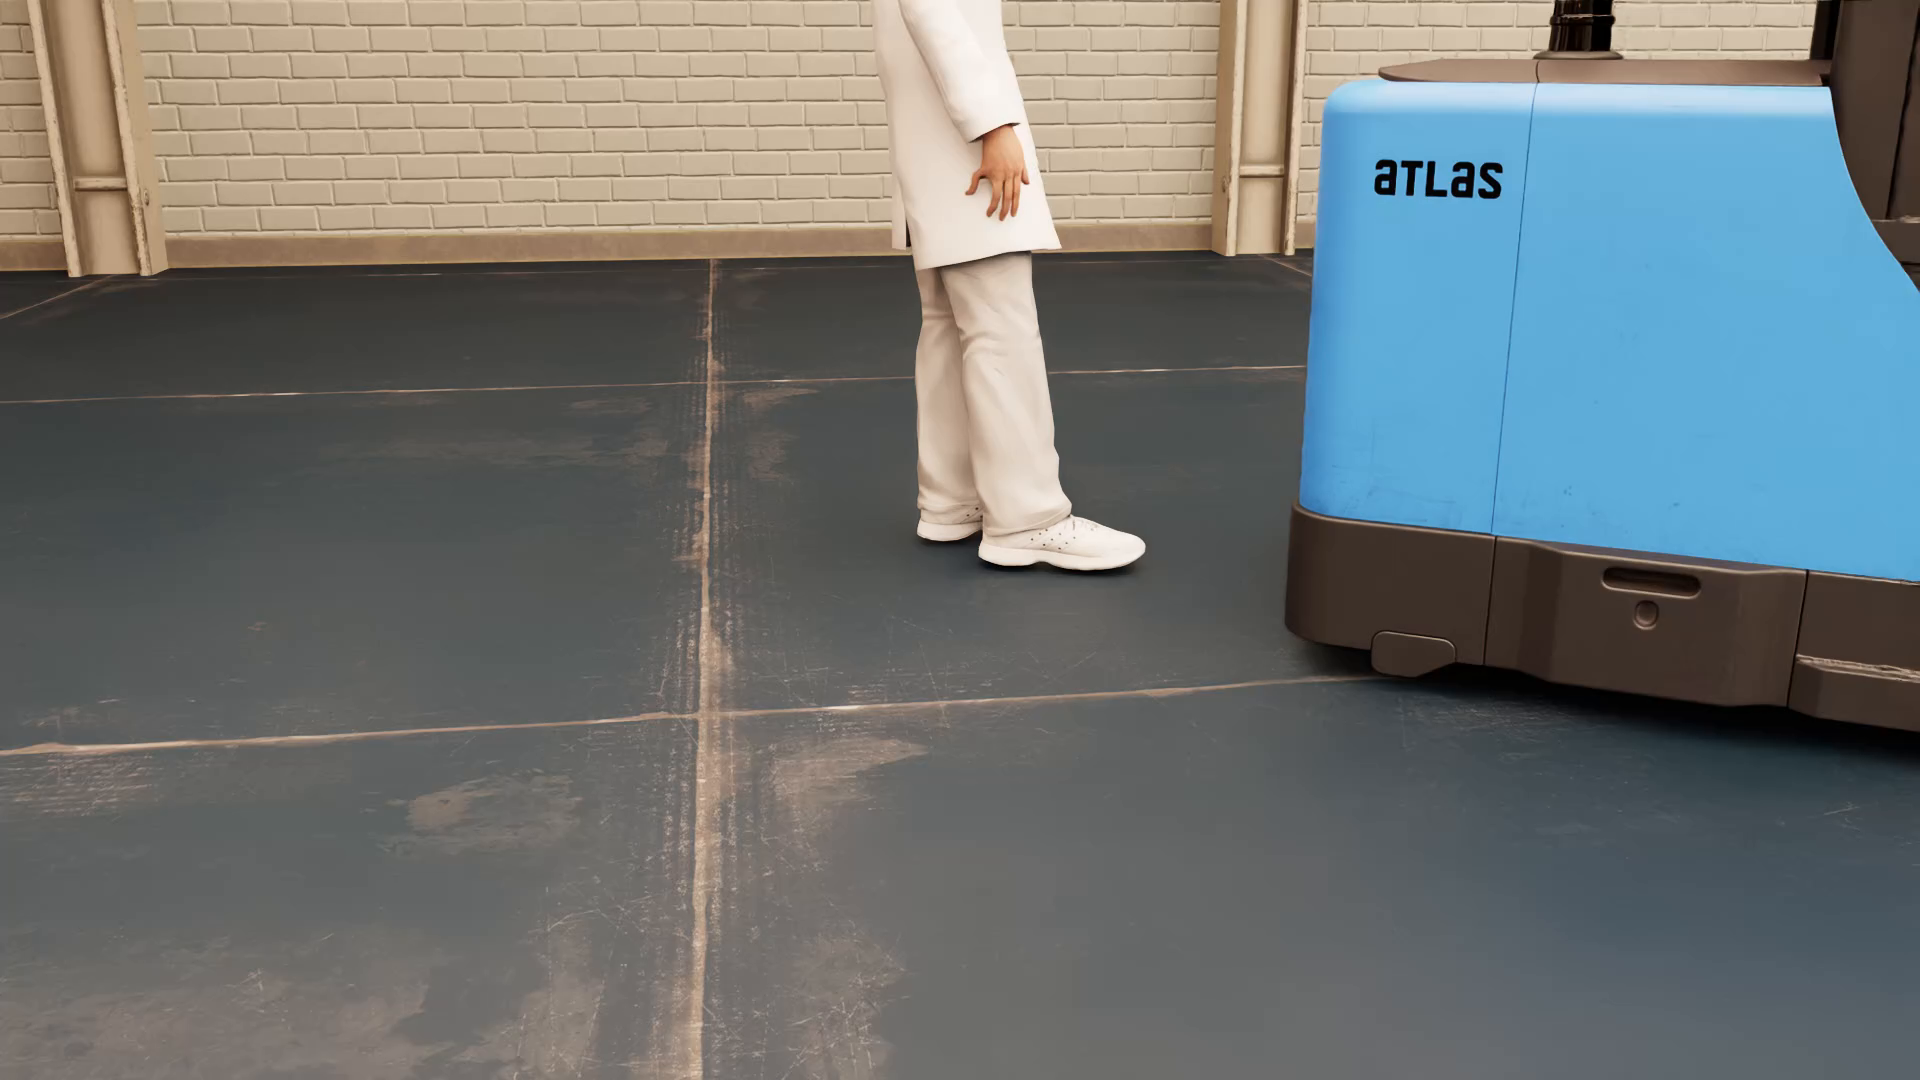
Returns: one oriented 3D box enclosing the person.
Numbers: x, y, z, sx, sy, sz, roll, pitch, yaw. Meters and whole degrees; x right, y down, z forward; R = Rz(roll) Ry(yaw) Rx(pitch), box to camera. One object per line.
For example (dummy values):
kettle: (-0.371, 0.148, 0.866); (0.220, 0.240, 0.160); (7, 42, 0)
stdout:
person: (0.091, -0.861, 3.716); (0.578, 1.777, 0.698); (-2, 17, -8)

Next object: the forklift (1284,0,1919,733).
forklift: (2.184, -1.117, 2.593); (3.031, 2.935, 1.130); (7, 18, 22)
